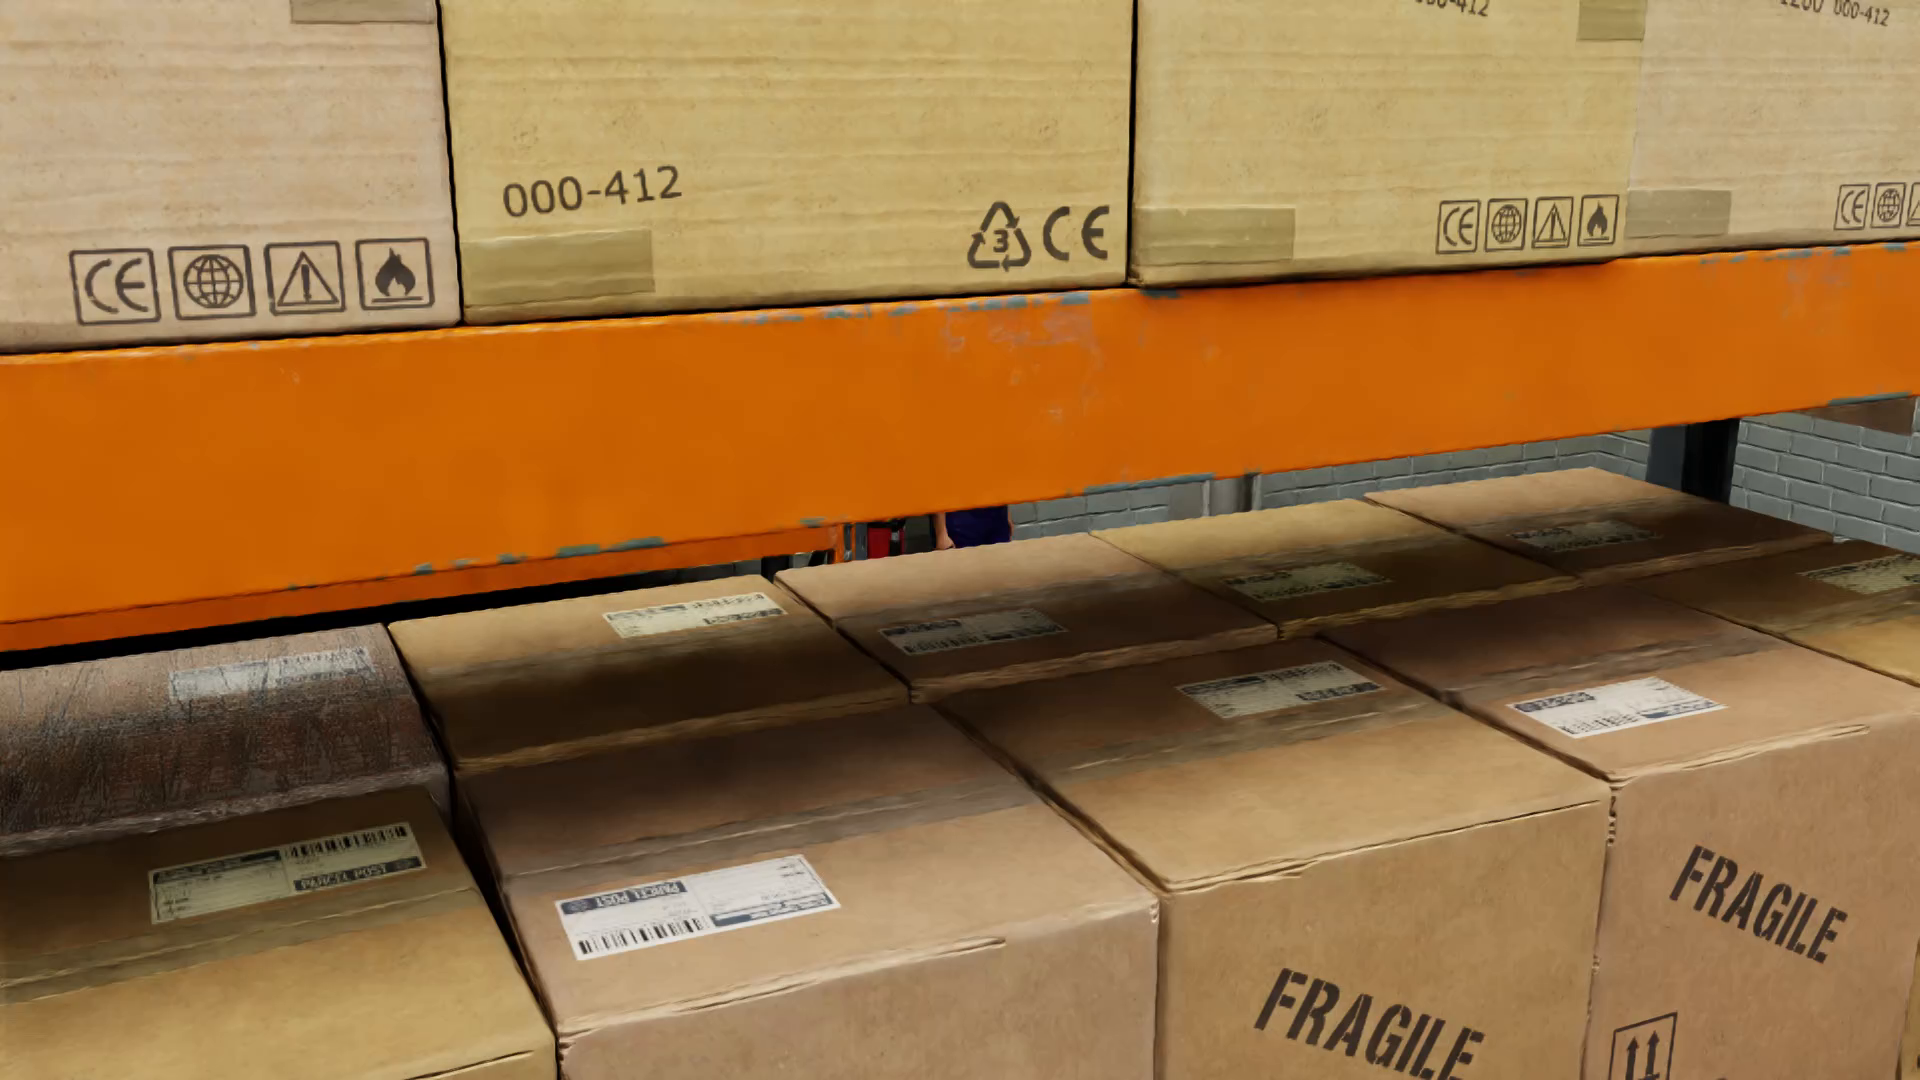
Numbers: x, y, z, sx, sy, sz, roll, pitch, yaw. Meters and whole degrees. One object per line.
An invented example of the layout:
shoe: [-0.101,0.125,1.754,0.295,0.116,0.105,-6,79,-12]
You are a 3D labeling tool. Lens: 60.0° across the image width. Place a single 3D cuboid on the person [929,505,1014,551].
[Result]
person: [0.063,-0.063,8.220,0.382,1.649,0.556,12,20,38]
